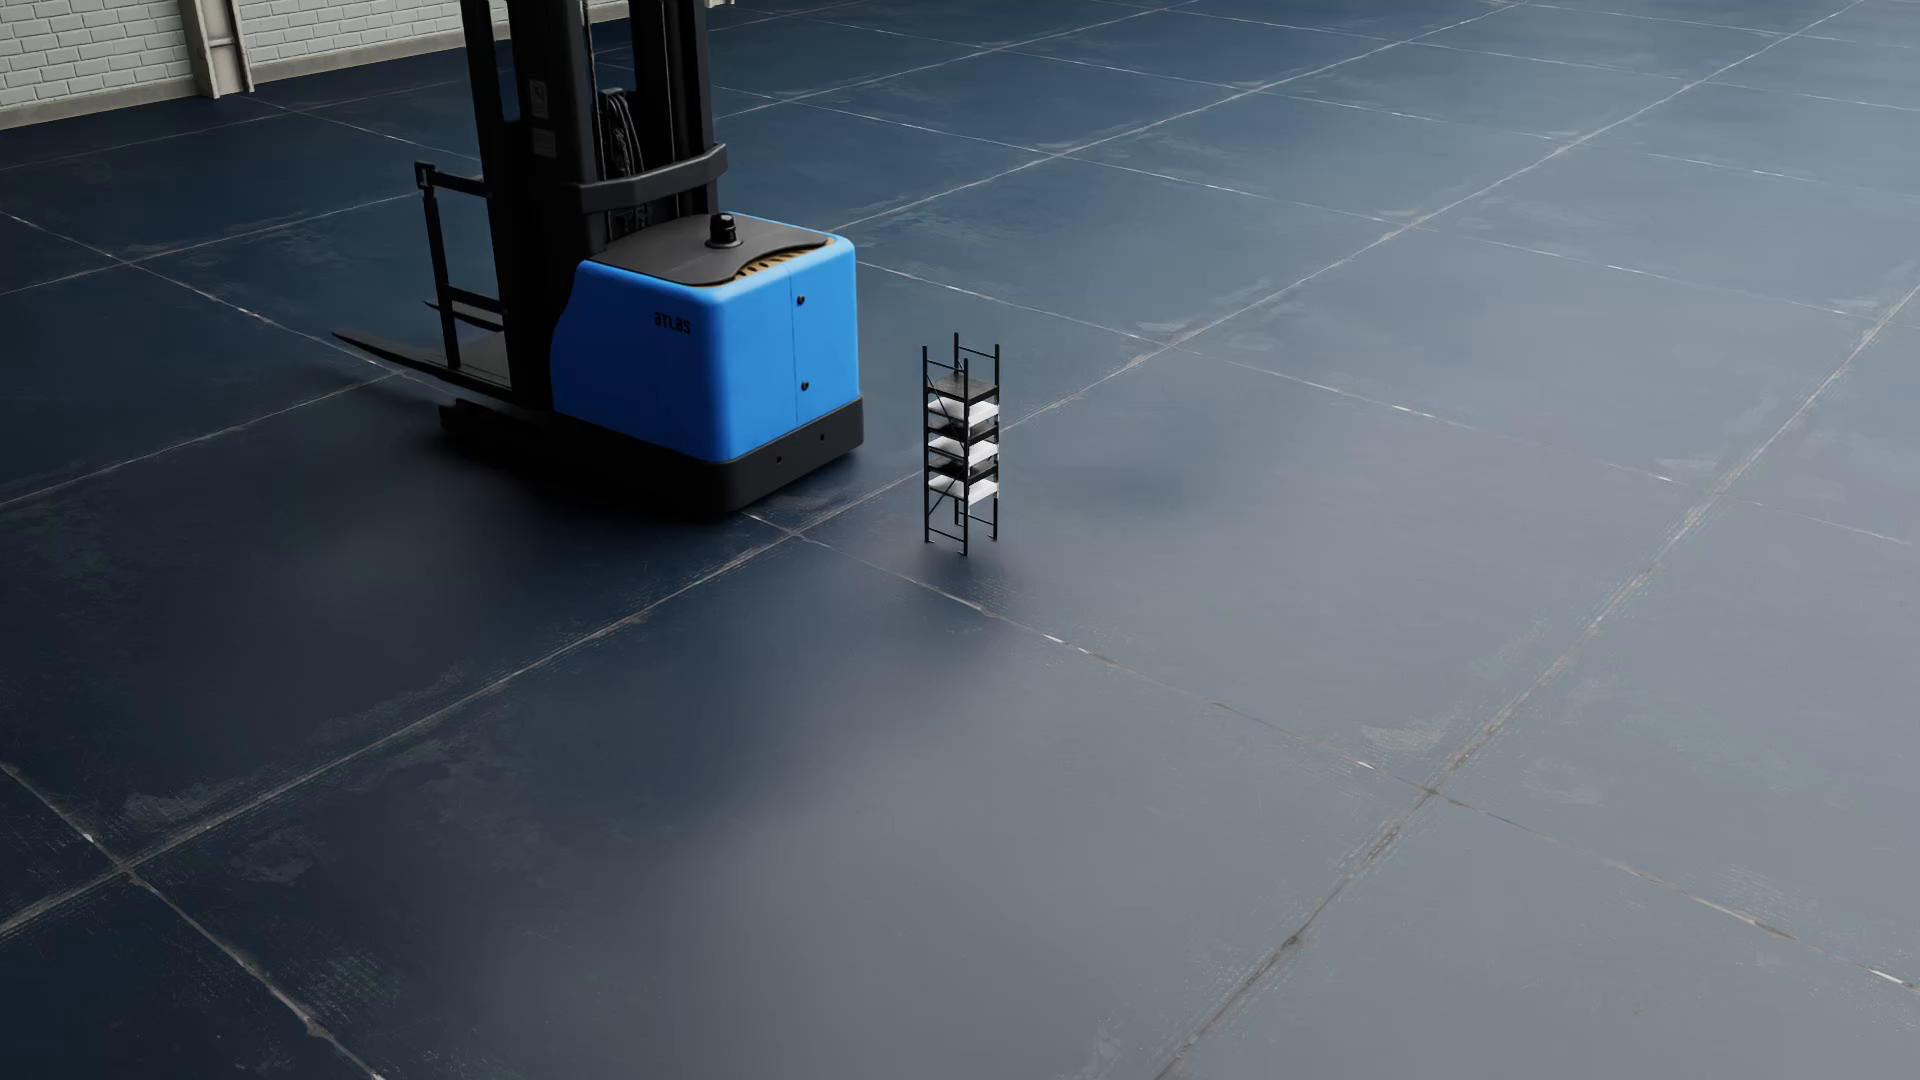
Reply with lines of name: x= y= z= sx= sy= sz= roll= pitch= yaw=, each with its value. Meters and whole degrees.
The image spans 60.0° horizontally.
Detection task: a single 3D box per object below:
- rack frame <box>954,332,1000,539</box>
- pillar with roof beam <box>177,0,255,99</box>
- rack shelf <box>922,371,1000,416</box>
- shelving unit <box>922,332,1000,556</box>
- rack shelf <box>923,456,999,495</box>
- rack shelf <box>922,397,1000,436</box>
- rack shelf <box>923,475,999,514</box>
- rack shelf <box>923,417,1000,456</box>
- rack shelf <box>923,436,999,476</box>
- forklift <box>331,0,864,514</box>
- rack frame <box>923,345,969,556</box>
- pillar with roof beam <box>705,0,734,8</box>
rack frame: x=0.070 y=-0.439 z=7.118 sx=0.240 sy=0.900 sz=0.006 roll=21 pitch=34 yaw=34
pillar with roof beam: x=-3.349 y=-6.806 z=10.613 sx=9.100 sy=9.000 sz=0.400 roll=21 pitch=34 yaw=34
rack shelf: x=0.005 y=-0.613 z=6.940 sx=0.258 sy=0.077 sz=0.200 roll=21 pitch=34 yaw=34
shelving unit: x=0.005 y=-0.403 z=7.049 sx=0.258 sy=0.900 sz=0.210 roll=21 pitch=34 yaw=34
rack shelf: x=0.005 y=-0.293 z=7.105 sx=0.258 sy=0.077 sz=0.200 roll=21 pitch=34 yaw=34
rack shelf: x=0.005 y=-0.533 z=6.981 sx=0.258 sy=0.077 sz=0.200 roll=21 pitch=34 yaw=34
rack shelf: x=0.005 y=-0.213 z=7.147 sx=0.258 sy=0.077 sz=0.200 roll=21 pitch=34 yaw=34
rack shelf: x=0.005 y=-0.453 z=7.023 sx=0.258 sy=0.077 sz=0.200 roll=21 pitch=34 yaw=34
rack shelf: x=0.005 y=-0.373 z=7.064 sx=0.258 sy=0.077 sz=0.200 roll=21 pitch=34 yaw=34
forklift: x=-1.956 y=-1.939 z=7.808 sx=3.031 sy=2.935 sz=1.130 roll=18 pitch=33 yaw=31
rack frame: x=-0.059 y=-0.367 z=6.979 sx=0.240 sy=0.900 sz=0.006 roll=21 pitch=34 yaw=34
pillar with roof beam: x=0.467 y=-8.933 z=14.725 sx=9.100 sy=9.000 sz=0.400 roll=21 pitch=34 yaw=34
